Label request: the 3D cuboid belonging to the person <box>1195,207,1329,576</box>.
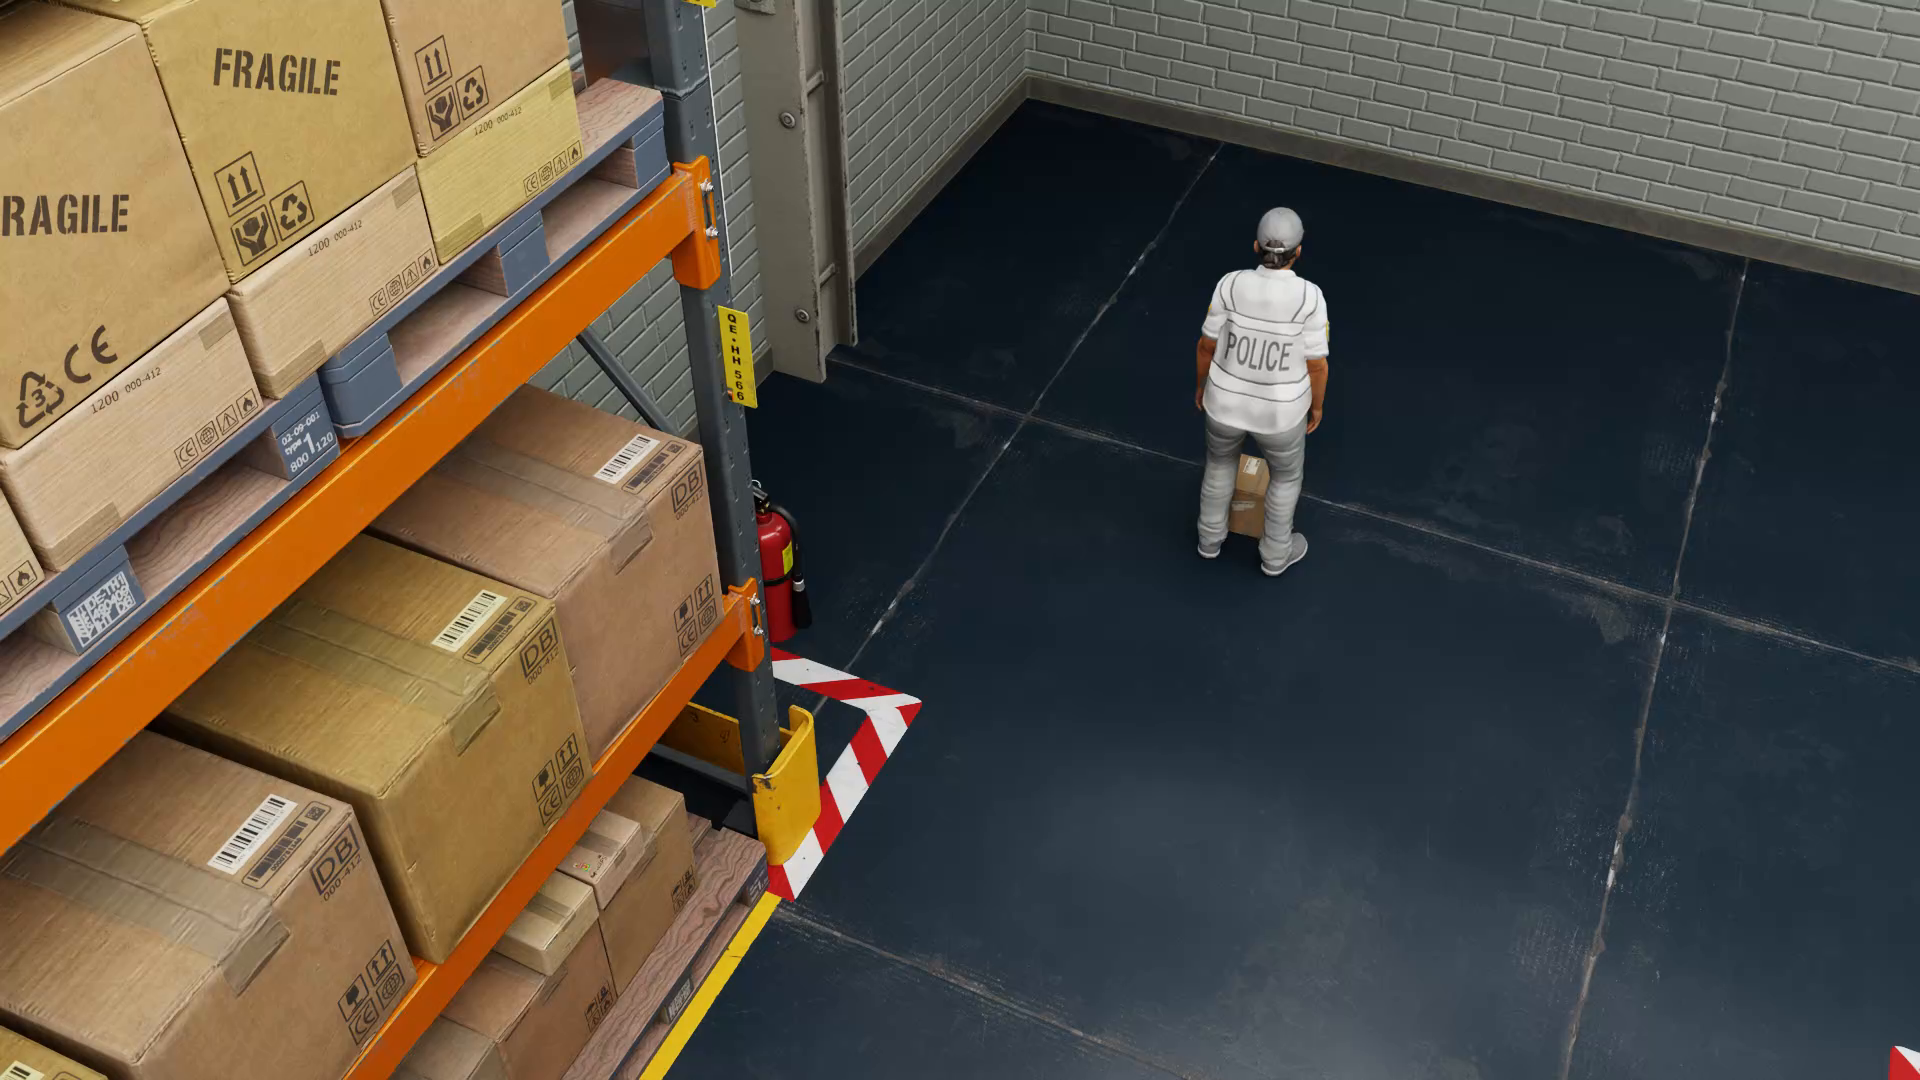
[{"bbox_3d":[1.235,-0.579,6.792,0.563,1.666,0.470,15,44,16],"label":"person"}]
